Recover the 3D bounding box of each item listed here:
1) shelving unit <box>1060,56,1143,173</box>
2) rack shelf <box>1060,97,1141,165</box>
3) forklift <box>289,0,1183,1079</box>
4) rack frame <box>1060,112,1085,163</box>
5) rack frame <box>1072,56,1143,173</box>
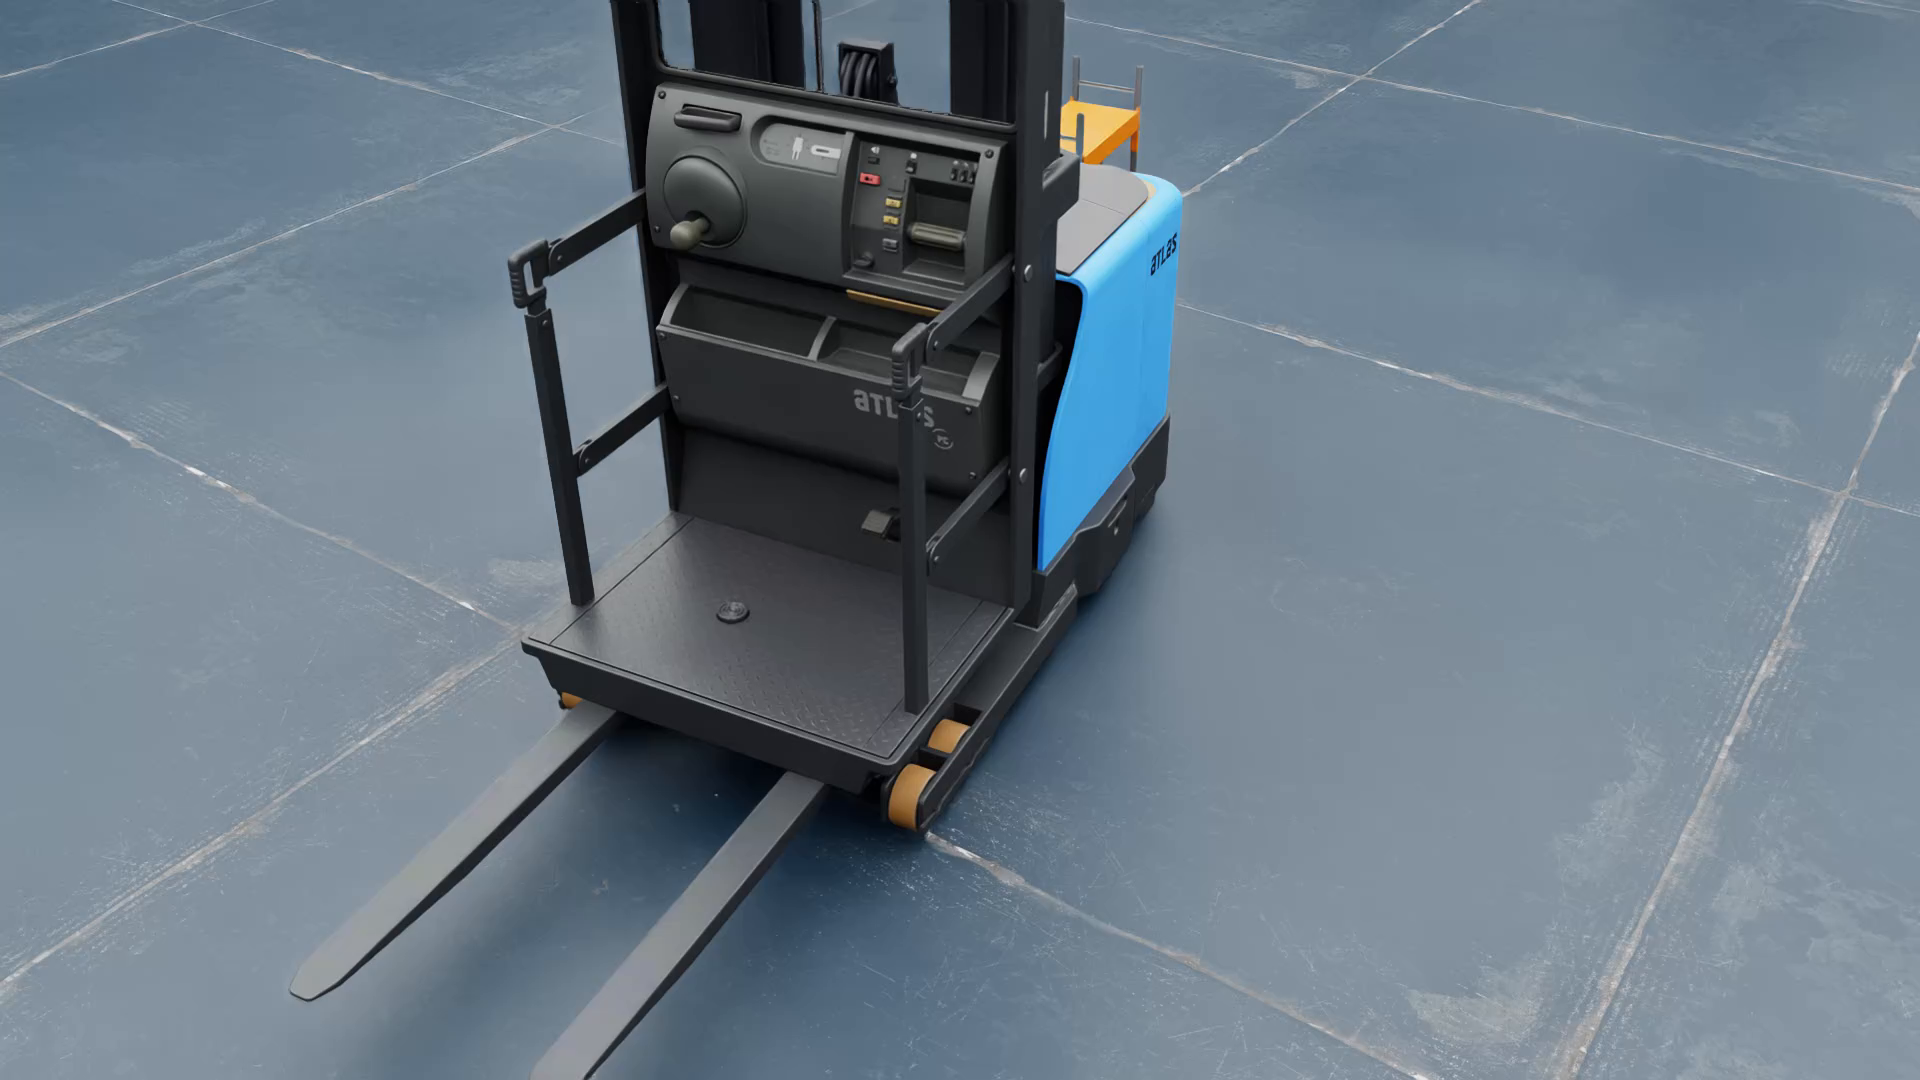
[{"bbox_3d":[0.373,-0.936,5.563,0.258,1.200,0.503,15,37,21],"label":"shelving unit"},{"bbox_3d":[0.373,-1.262,5.343,0.258,0.148,0.480,15,37,21],"label":"rack shelf"},{"bbox_3d":[-0.432,-0.768,3.769,1.130,2.935,3.031,15,37,21],"label":"forklift"},{"bbox_3d":[0.266,-0.814,5.382,0.240,1.200,0.015,15,37,21],"label":"rack frame"},{"bbox_3d":[0.481,-1.059,5.745,0.240,1.200,0.015,15,37,21],"label":"rack frame"}]
